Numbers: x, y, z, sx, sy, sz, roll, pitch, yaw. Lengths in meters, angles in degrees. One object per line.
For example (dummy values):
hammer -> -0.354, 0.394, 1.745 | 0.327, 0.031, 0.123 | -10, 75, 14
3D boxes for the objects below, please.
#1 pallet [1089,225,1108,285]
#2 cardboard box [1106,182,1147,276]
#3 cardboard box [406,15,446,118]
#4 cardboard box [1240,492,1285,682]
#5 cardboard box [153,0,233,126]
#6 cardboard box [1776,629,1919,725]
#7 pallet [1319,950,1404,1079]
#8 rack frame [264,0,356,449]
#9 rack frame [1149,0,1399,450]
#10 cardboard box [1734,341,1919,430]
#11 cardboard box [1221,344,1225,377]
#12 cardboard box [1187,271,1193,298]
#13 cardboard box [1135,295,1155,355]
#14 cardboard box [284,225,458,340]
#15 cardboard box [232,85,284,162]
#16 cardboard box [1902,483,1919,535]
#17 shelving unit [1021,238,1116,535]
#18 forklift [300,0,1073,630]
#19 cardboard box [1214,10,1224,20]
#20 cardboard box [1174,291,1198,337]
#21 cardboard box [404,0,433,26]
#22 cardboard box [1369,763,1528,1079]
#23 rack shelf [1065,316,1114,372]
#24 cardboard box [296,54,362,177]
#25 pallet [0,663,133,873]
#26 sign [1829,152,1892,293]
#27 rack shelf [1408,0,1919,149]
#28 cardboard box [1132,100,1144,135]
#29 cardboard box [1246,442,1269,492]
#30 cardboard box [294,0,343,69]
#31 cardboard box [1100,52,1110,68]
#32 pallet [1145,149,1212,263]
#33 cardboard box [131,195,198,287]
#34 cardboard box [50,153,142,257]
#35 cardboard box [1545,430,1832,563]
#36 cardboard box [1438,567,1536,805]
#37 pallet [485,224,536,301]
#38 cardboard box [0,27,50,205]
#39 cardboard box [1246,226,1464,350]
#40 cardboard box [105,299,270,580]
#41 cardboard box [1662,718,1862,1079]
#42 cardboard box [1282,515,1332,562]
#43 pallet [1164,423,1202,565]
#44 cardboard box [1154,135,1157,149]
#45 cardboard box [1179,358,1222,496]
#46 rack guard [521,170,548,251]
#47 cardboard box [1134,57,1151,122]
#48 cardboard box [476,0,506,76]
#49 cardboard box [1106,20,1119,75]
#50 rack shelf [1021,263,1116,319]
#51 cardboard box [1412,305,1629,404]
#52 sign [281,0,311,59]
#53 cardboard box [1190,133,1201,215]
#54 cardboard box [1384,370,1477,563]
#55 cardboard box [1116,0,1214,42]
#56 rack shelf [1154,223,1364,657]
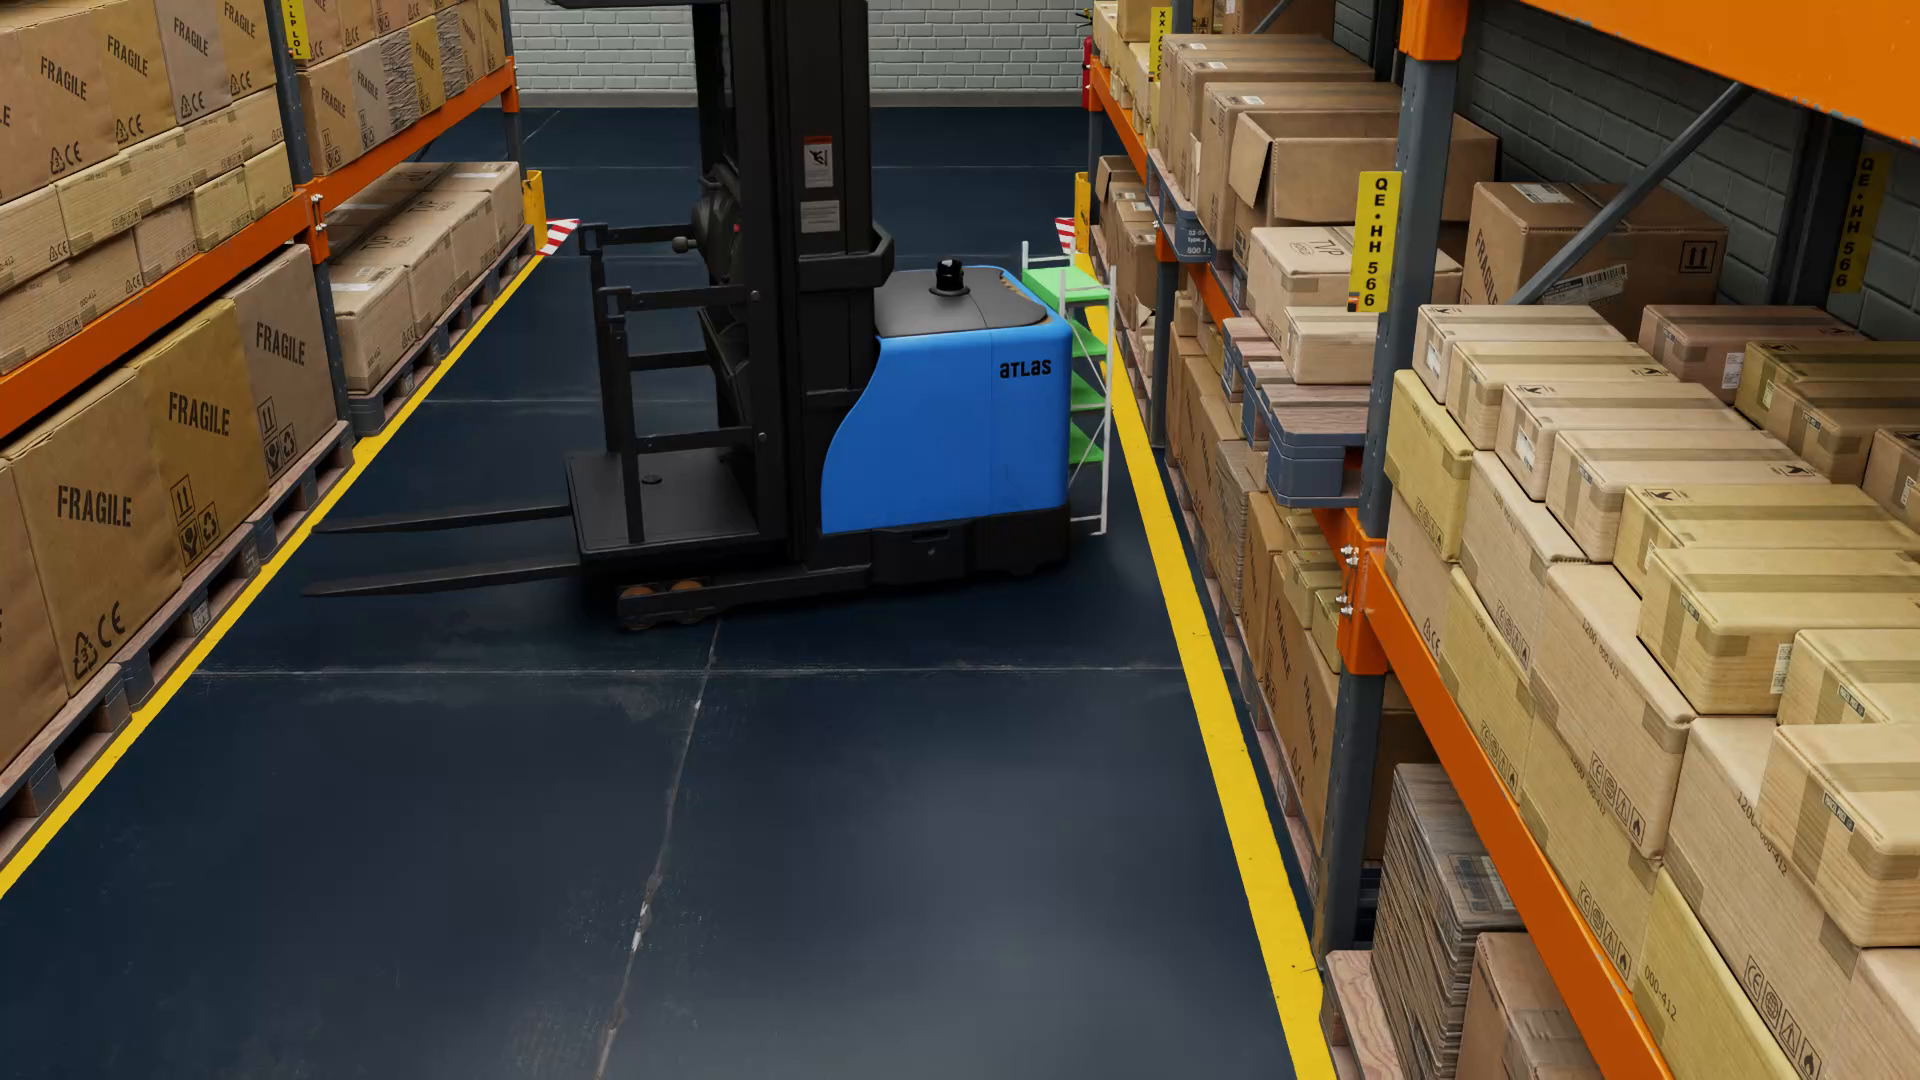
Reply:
pallet -> 1.415, -1.859, 11.105 | 1.003, 0.211, 1.213 | 0, 24, -1
cardboard box -> 1.287, -1.937, 10.417 | 0.700, 0.500, 0.500 | 1, 24, 2
cardboard box -> -3.264, -2.682, 9.419 | 0.500, 0.500, 0.500 | 0, 24, 1
cardboard box -> 1.269, 0.159, 5.782 | 0.500, 0.500, 0.500 | 1, 24, 2
cardboard box -> -3.246, -1.923, 6.526 | 0.500, 0.500, 0.500 | 0, 24, 0
cardboard box -> 1.325, 0.237, 2.178 | 0.380, 0.149, 0.250 | 0, 24, -1
pallet -> 1.462, 1.417, 3.861 | 1.003, 0.211, 1.213 | 0, 24, -1
rack frame -> -3.515, -1.818, 7.629 | 1.000, 3.000, 0.127 | 0, 24, -1
rack frame -> 1.448, -1.841, 7.682 | 1.000, 3.000, 0.127 | 0, 24, -1
cardboard box -> 1.812, -0.294, 3.351 | 0.380, 0.149, 0.250 | 0, 24, 1
cardboard box -> 1.297, -0.708, 6.912 | 0.380, 0.149, 0.250 | -1, 24, -1
cardboard box -> 1.247, -1.176, 7.586 | 0.380, 0.149, 0.250 | -1, 24, -1
cardboard box -> 1.145, -1.162, 8.988 | 0.396, 0.266, 0.258 | 1, 24, 1
cardboard box -> -3.425, -1.470, 9.459 | 0.875, 0.438, 0.875 | -1, 24, -2
cardboard box -> -3.267, -1.796, 7.157 | 0.500, 0.250, 0.500 | 0, 24, -1
cardboard box -> 1.752, 0.022, 2.653 | 0.380, 0.149, 0.250 | 0, 24, -1
shelving unit -> 0.456, -0.660, 7.253 | 0.258, 1.200, 0.503 | -7, 25, -15
forklift -> -1.116, -1.227, 6.407 | 3.031, 2.935, 1.130 | -7, 25, -14
cardboard box -> 1.679, -3.156, 10.409 | 0.500, 0.250, 0.500 | 0, 24, 0
cardboard box -> 1.186, -1.040, 7.647 | 0.380, 0.149, 0.250 | 1, 24, 2
cardboard box -> -3.275, -3.143, 9.225 | 0.500, 0.500, 0.500 | 0, 24, -1
cardboard box -> 1.485, 0.955, 3.872 | 0.875, 0.625, 0.625 | 1, 24, 1
rack shelf -> 0.456, -0.820, 7.180 | 0.258, 0.148, 0.480 | -7, 25, -15
cardboard box -> -3.258, -2.058, 8.038 | 0.500, 0.500, 0.500 | 1, 24, 1
pallet -> -3.405, 0.776, 5.278 | 1.003, 0.211, 1.213 | 0, 24, -1
sign -> 2.047, -0.725, 3.807 | 0.100, 0.325, 0.005 | 0, 24, -1
rack shelf -> 1.514, -0.408, 1.745 | 1.077, 0.370, 4.000 | 0, 24, -1
cardboard box -> 1.134, -2.285, 8.967 | 0.380, 0.149, 0.250 | -1, 24, -1
cardboard box -> 1.247, -0.290, 5.988 | 0.380, 0.149, 0.250 | -1, 24, -3
cardboard box -> -3.278, -2.516, 7.838 | 0.500, 0.500, 0.500 | 0, 24, 0
cardboard box -> 1.134, -3.239, 11.075 | 0.380, 0.149, 0.250 | 0, 24, -1
pallet -> 1.348, -1.424, 6.992 | 1.003, 0.211, 1.213 | 0, 24, -1
cardboard box -> -3.267, -1.148, 6.330 | 0.500, 0.250, 0.500 | -1, 24, -2
cardboard box -> -3.220, -1.166, 5.764 | 0.500, 0.250, 0.500 | 0, 24, 0
cardboard box -> 1.249, -0.078, 2.874 | 0.380, 0.149, 0.250 | 0, 24, 0
cardboard box -> 1.253, 0.266, 3.203 | 0.500, 0.250, 0.500 | -1, 24, -2
pallet -> -3.472, -1.866, 11.120 | 1.003, 0.211, 1.213 | 0, 24, -1
cardboard box -> -3.238, -1.292, 5.133 | 0.500, 0.500, 0.500 | 0, 24, 1
cardboard box -> 1.157, -0.749, 4.940 | 0.500, 0.250, 0.500 | -1, 24, -3
cardboard box -> -3.411, -0.414, 6.593 | 0.875, 0.875, 0.875 | 0, 24, 1
cardboard box -> 1.275, 0.464, 2.160 | 0.500, 0.250, 0.500 | 0, 24, 0
cardboard box -> 1.241, 0.035, 5.268 | 0.380, 0.149, 0.250 | -1, 24, -2
pallet -> 1.495, -0.236, 7.516 | 1.003, 0.211, 1.213 | 0, 24, -1
cardboard box -> 1.168, -1.964, 8.258 | 0.380, 0.149, 0.250 | 0, 24, 1
cardboard box -> 1.244, -0.474, 7.182 | 0.500, 0.500, 0.500 | -1, 24, -1
rack guard -> -3.559, -2.337, 11.810 | 1.175, 0.500, 0.348 | 0, 24, -1
cardboard box -> 1.179, -2.324, 8.569 | 0.500, 0.250, 0.500 | 0, 24, 0
cardboard box -> -3.289, -3.314, 10.816 | 0.500, 0.500, 0.500 | 0, 24, 0
cardboard box -> 1.155, -2.952, 9.958 | 0.500, 0.250, 0.500 | -1, 24, -2
rack shelf -> 0.456, -1.039, 7.081 | 0.258, 0.148, 0.480 | -7, 25, -15
cardboard box -> 1.201, -0.402, 3.590 | 0.380, 0.149, 0.250 | 0, 24, 1
sign -> -2.973, -2.316, 7.421 | 0.100, 0.325, 0.005 | 0, 24, -1
cardboard box -> 1.080, -1.397, 6.353 | 0.396, 0.266, 0.258 | 1, 24, 2
cardboard box -> 1.227, -0.169, 3.558 | 0.500, 0.250, 0.500 | 0, 24, -1
cardboard box -> 1.157, -3.092, 9.358 | 0.500, 0.500, 0.500 | 0, 24, 1
rack shelf -> 1.470, -0.690, 6.008 | 1.077, 0.370, 4.000 | 0, 24, -1
